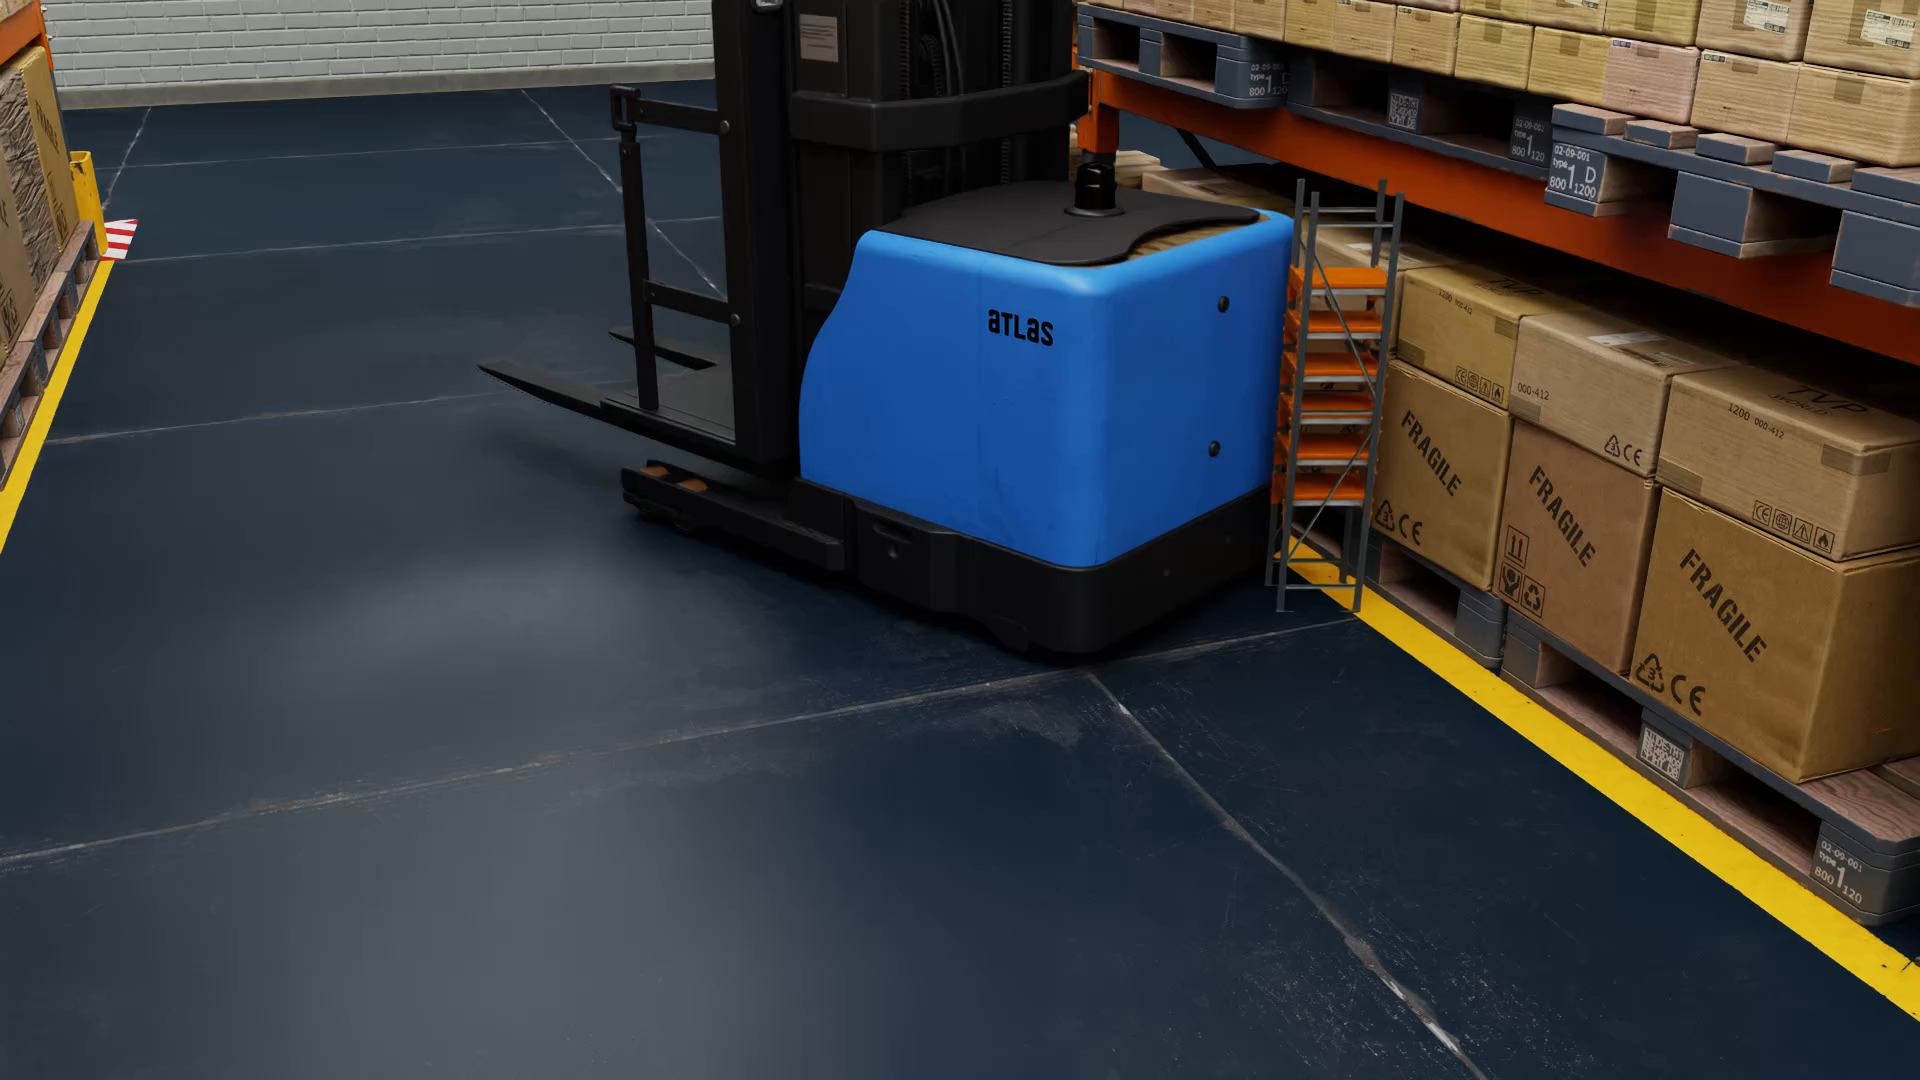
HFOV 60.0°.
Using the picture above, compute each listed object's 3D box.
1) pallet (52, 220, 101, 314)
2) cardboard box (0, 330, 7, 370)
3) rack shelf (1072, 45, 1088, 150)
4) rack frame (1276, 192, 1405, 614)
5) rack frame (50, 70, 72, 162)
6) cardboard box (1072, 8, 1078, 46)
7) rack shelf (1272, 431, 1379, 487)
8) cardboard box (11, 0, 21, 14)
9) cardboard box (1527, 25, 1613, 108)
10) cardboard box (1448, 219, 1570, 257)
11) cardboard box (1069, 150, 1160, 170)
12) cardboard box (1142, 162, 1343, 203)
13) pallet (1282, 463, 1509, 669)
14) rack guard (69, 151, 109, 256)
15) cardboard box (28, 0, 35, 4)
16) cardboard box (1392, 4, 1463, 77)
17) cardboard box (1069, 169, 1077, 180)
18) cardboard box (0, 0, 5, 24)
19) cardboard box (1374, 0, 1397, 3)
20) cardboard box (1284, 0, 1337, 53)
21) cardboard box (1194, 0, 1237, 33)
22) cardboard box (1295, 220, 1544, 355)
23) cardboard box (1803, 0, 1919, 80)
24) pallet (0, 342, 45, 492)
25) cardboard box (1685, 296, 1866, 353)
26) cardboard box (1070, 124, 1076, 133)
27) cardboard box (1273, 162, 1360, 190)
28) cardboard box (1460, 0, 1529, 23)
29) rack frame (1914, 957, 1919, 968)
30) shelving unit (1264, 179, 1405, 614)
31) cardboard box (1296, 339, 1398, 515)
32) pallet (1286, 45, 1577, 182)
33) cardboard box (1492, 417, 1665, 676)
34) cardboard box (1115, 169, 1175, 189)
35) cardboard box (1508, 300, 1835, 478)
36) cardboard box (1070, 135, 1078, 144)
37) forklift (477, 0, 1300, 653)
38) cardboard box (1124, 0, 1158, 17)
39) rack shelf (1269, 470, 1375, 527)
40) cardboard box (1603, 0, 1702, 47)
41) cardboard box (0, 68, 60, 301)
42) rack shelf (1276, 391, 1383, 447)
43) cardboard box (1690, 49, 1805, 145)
[{"bbox_3d":[-4.779,-1.292,8.043,1.003,0.211,1.213,-8,24,-19],"label":"pallet"},{"bbox_3d":[-3.880,-0.868,5.643,0.875,0.875,0.875,-8,24,-19],"label":"cardboard box"},{"bbox_3d":[0.248,-2.442,8.108,1.077,0.370,4.000,-8,24,-19],"label":"rack shelf"},{"bbox_3d":[1.025,-0.344,4.520,0.240,1.200,0.006,0,23,-1],"label":"rack frame"},{"bbox_3d":[-5.135,-2.856,8.165,1.000,3.000,0.127,-8,24,-19],"label":"rack frame"},{"bbox_3d":[0.634,-2.003,6.463,0.380,0.149,0.250,-9,24,-20],"label":"cardboard box"},{"bbox_3d":[1.023,-0.228,4.668,0.258,0.103,0.180,0,23,-1],"label":"rack shelf"},{"bbox_3d":[-4.520,-2.470,7.573,0.380,0.149,0.250,-8,24,-19],"label":"cardboard box"},{"bbox_3d":[1.501,-1.062,3.691,0.380,0.149,0.250,-9,24,-20],"label":"cardboard box"},{"bbox_3d":[1.823,-0.819,5.044,0.500,0.250,0.500,-9,25,-21],"label":"cardboard box"},{"bbox_3d":[0.722,-1.743,7.888,0.380,0.149,0.250,-8,24,-18],"label":"cardboard box"},{"bbox_3d":[0.968,-1.129,5.780,0.500,0.250,0.500,-9,25,-21],"label":"cardboard box"},{"bbox_3d":[1.665,-0.035,5.062,1.003,0.211,1.213,-8,24,-19],"label":"pallet"},{"bbox_3d":[-5.143,-1.713,8.671,1.175,0.500,0.348,-8,24,-19],"label":"rack guard"},{"bbox_3d":[-4.701,-2.656,8.014,0.380,0.149,0.250,-8,24,-18],"label":"cardboard box"},{"bbox_3d":[1.315,-1.254,4.146,0.380,0.149,0.250,-8,24,-17],"label":"cardboard box"},{"bbox_3d":[0.344,-1.576,7.492,0.380,0.149,0.250,-8,24,-17],"label":"cardboard box"},{"bbox_3d":[-4.339,-2.286,7.134,0.380,0.149,0.250,-9,24,-20],"label":"cardboard box"},{"bbox_3d":[1.217,-1.487,4.317,0.380,0.149,0.250,-9,24,-20],"label":"cardboard box"},{"bbox_3d":[1.129,-1.445,4.598,0.380,0.149,0.250,-9,24,-20],"label":"cardboard box"},{"bbox_3d":[0.939,-1.636,5.052,0.380,0.149,0.250,-8,24,-18],"label":"cardboard box"},{"bbox_3d":[1.334,-0.750,4.880,0.500,0.250,0.500,-7,24,-17],"label":"cardboard box"},{"bbox_3d":[1.767,-0.925,2.983,0.380,0.149,0.250,-8,24,-18],"label":"cardboard box"},{"bbox_3d":[-3.917,-0.405,5.939,1.003,0.211,1.213,-8,24,-19],"label":"pallet"},{"bbox_3d":[2.171,-0.449,4.165,0.500,0.250,0.500,-9,24,-20],"label":"cardboard box"},{"bbox_3d":[0.390,-2.128,8.801,0.380,0.149,0.250,-7,24,-17],"label":"cardboard box"},{"bbox_3d":[1.454,-1.198,5.943,0.500,0.250,0.500,-9,24,-20],"label":"cardboard box"},{"bbox_3d":[1.402,-1.299,3.870,0.380,0.149,0.250,-9,24,-19],"label":"cardboard box"},{"bbox_3d":[2.367,-0.593,2.796,1.000,3.000,0.127,-8,24,-19],"label":"rack frame"},{"bbox_3d":[1.023,-0.380,4.605,0.258,1.200,0.189,0,23,-1],"label":"shelving unit"},{"bbox_3d":[1.353,-0.403,5.022,0.500,0.500,0.500,-8,24,-18],"label":"cardboard box"},{"bbox_3d":[1.630,-1.219,4.526,1.003,0.211,1.213,-8,24,-19],"label":"pallet"},{"bbox_3d":[1.710,-0.028,4.131,0.500,0.500,0.500,-7,24,-17],"label":"cardboard box"},{"bbox_3d":[0.849,-1.548,7.424,0.380,0.149,0.250,-9,24,-20],"label":"cardboard box"},{"bbox_3d":[1.692,-0.375,3.990,0.500,0.250,0.500,-8,24,-18],"label":"cardboard box"},{"bbox_3d":[0.498,-1.926,8.321,0.380,0.149,0.250,-8,24,-19],"label":"cardboard box"},{"bbox_3d":[-0.466,-1.513,5.065,3.031,2.935,1.130,19,29,38],"label":"forklift"},{"bbox_3d":[0.766,-1.818,5.485,0.380,0.149,0.250,-8,24,-18],"label":"cardboard box"},{"bbox_3d":[1.023,-0.118,4.715,0.258,0.103,0.180,0,23,-1],"label":"rack shelf"},{"bbox_3d":[1.575,-1.117,3.439,0.380,0.149,0.250,-8,24,-18],"label":"cardboard box"},{"bbox_3d":[-4.512,-1.519,7.186,0.875,0.875,0.875,-8,24,-19],"label":"cardboard box"},{"bbox_3d":[1.023,-0.339,4.622,0.258,0.103,0.180,0,23,-1],"label":"rack shelf"},{"bbox_3d":[1.677,-0.878,3.254,0.380,0.149,0.250,-8,24,-19],"label":"cardboard box"}]
